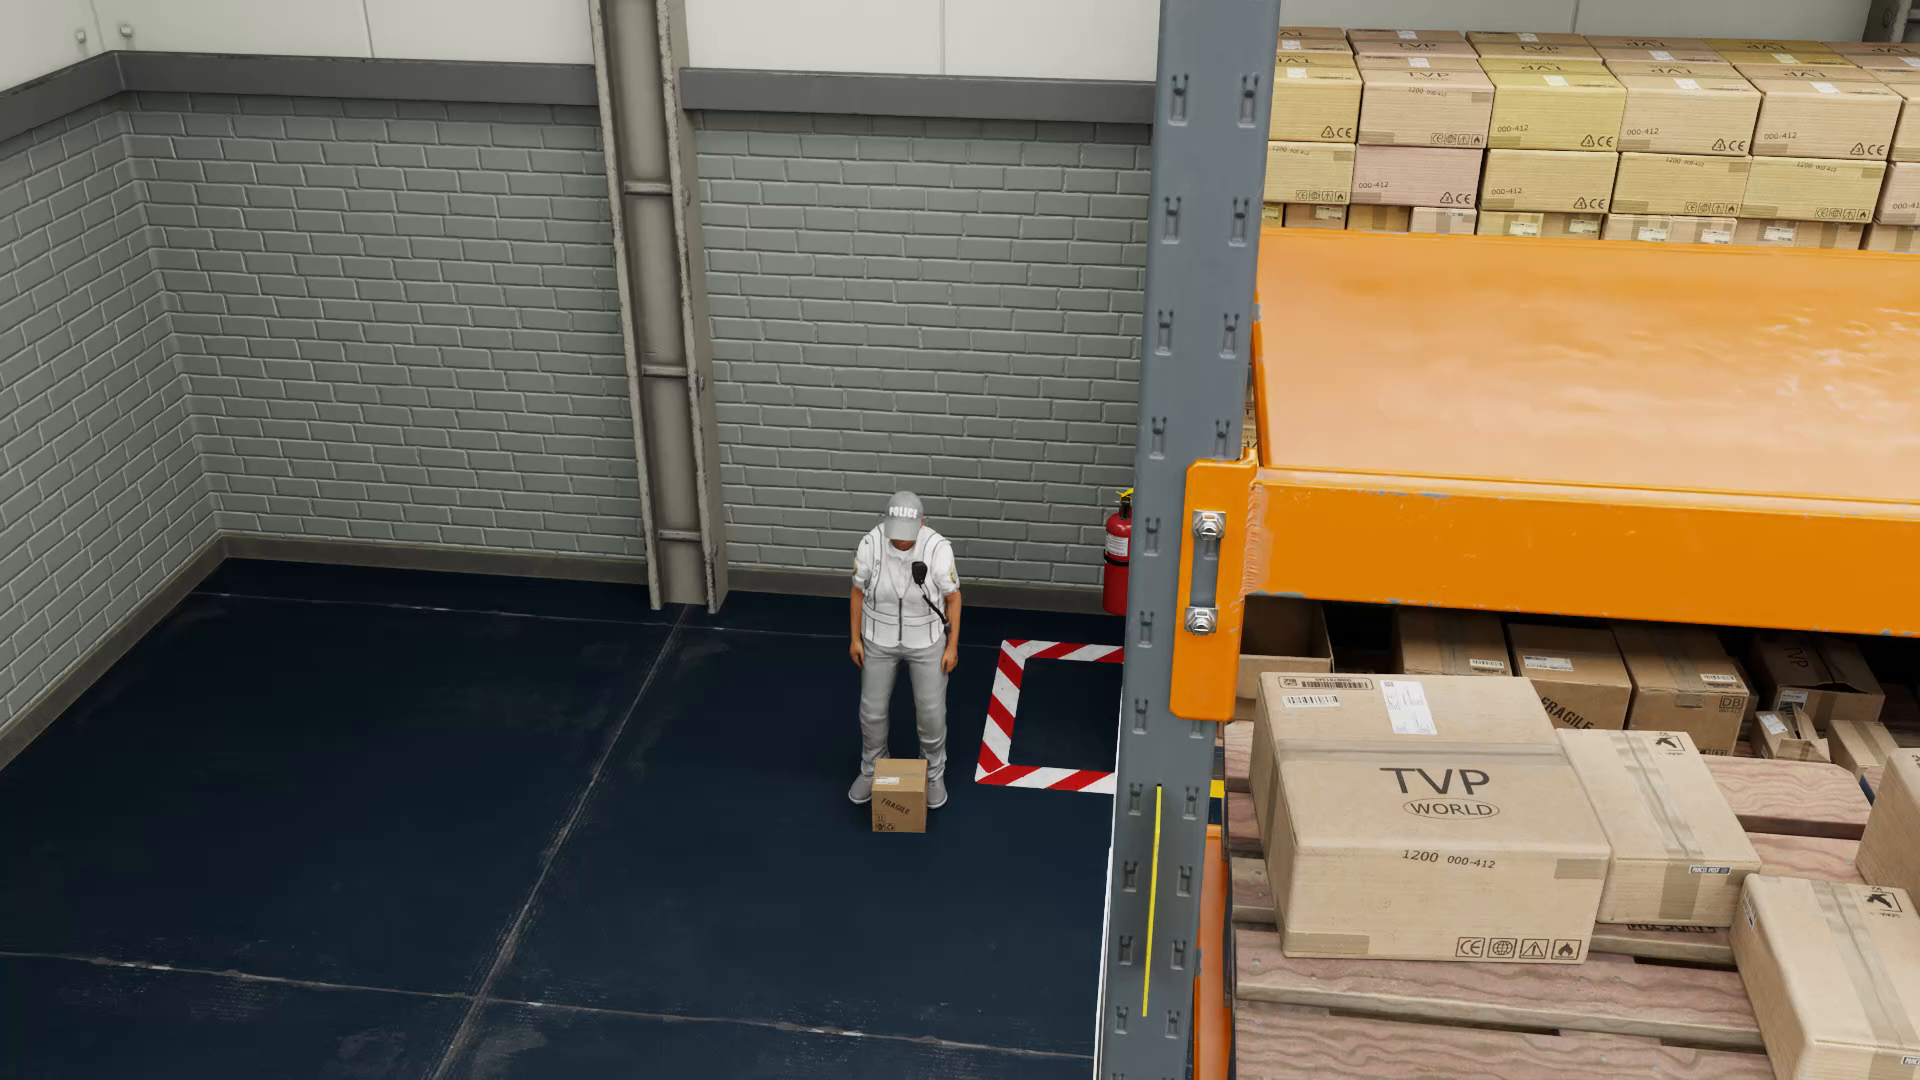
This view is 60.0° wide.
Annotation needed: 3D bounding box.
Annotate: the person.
[{"bbox_3d":[-0.268,0.495,7.811,0.537,1.665,0.470,3,29,6],"label":"person"}]
